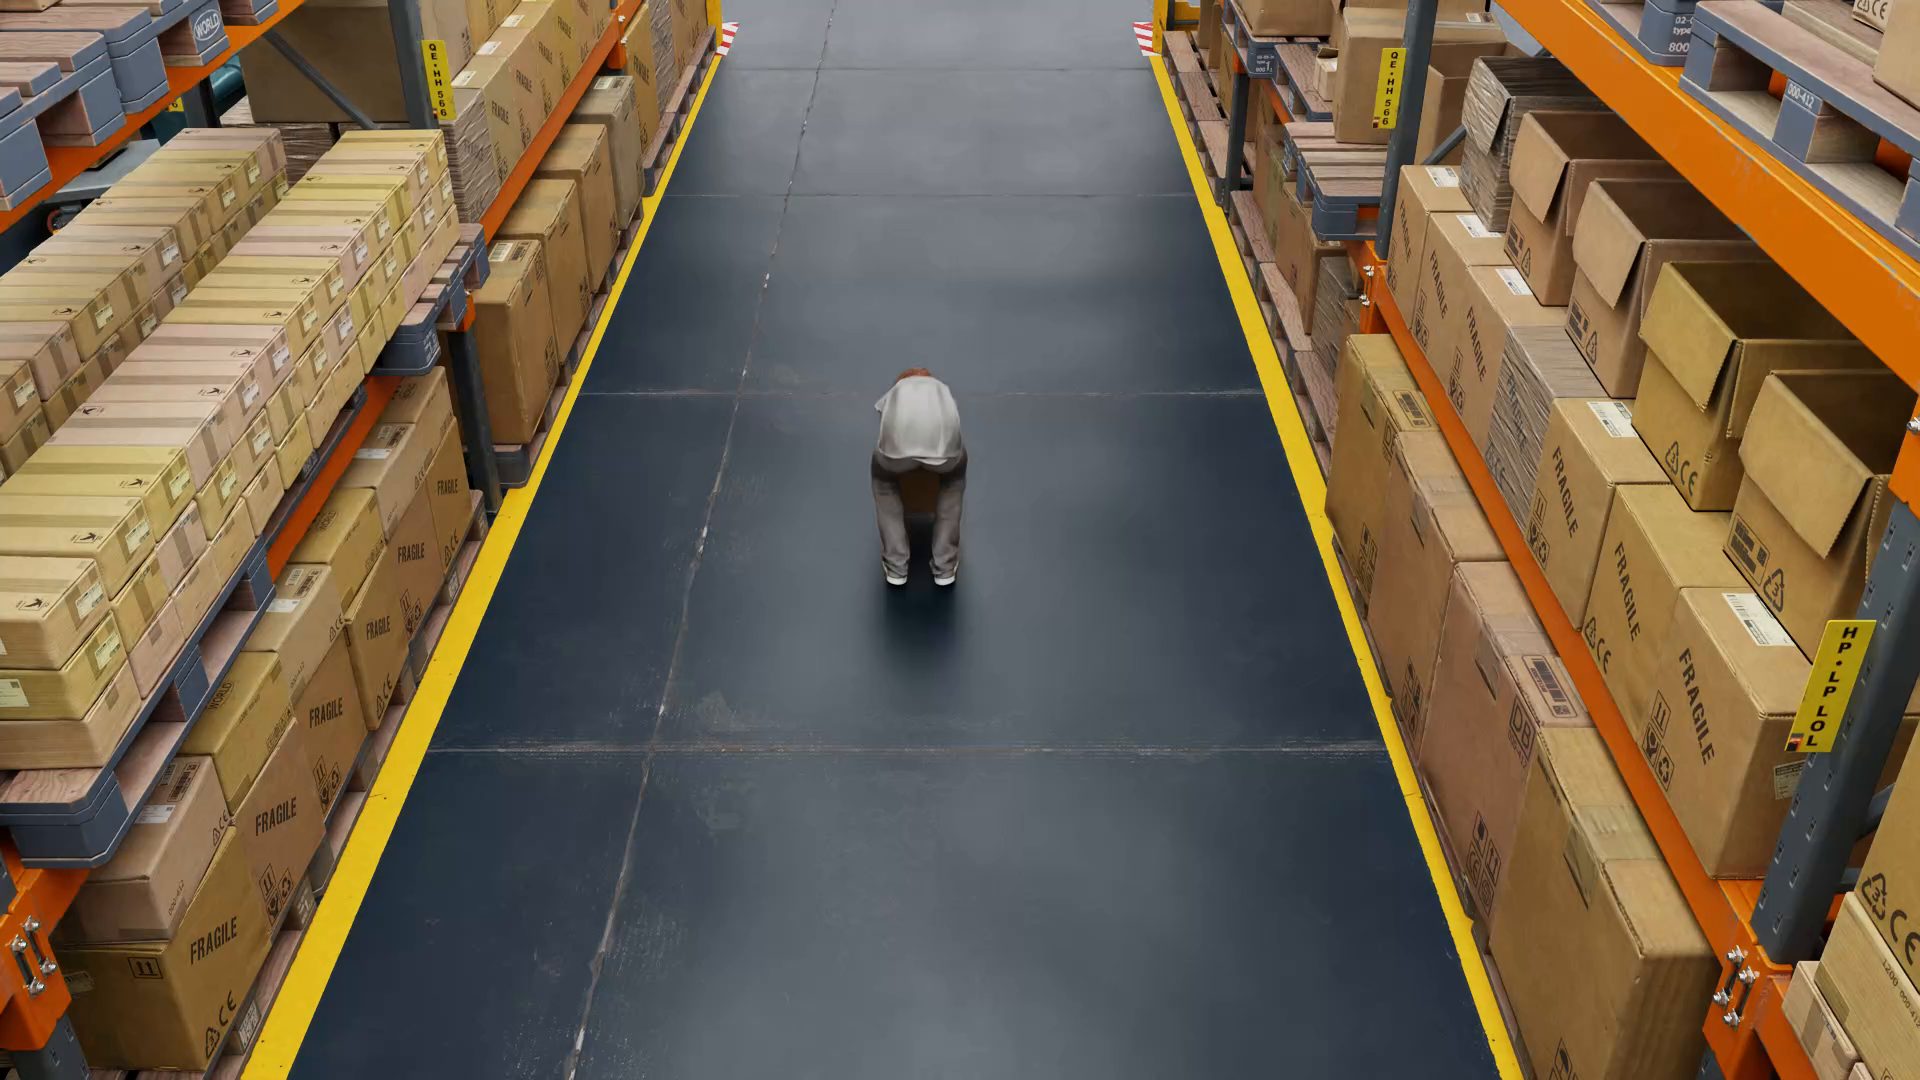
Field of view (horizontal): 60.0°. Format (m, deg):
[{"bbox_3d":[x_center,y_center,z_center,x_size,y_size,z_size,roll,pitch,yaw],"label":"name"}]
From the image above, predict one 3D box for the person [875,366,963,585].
[{"bbox_3d":[-0.185,-0.329,7.309,0.366,0.923,0.861,-2,32,-3],"label":"person"}]
